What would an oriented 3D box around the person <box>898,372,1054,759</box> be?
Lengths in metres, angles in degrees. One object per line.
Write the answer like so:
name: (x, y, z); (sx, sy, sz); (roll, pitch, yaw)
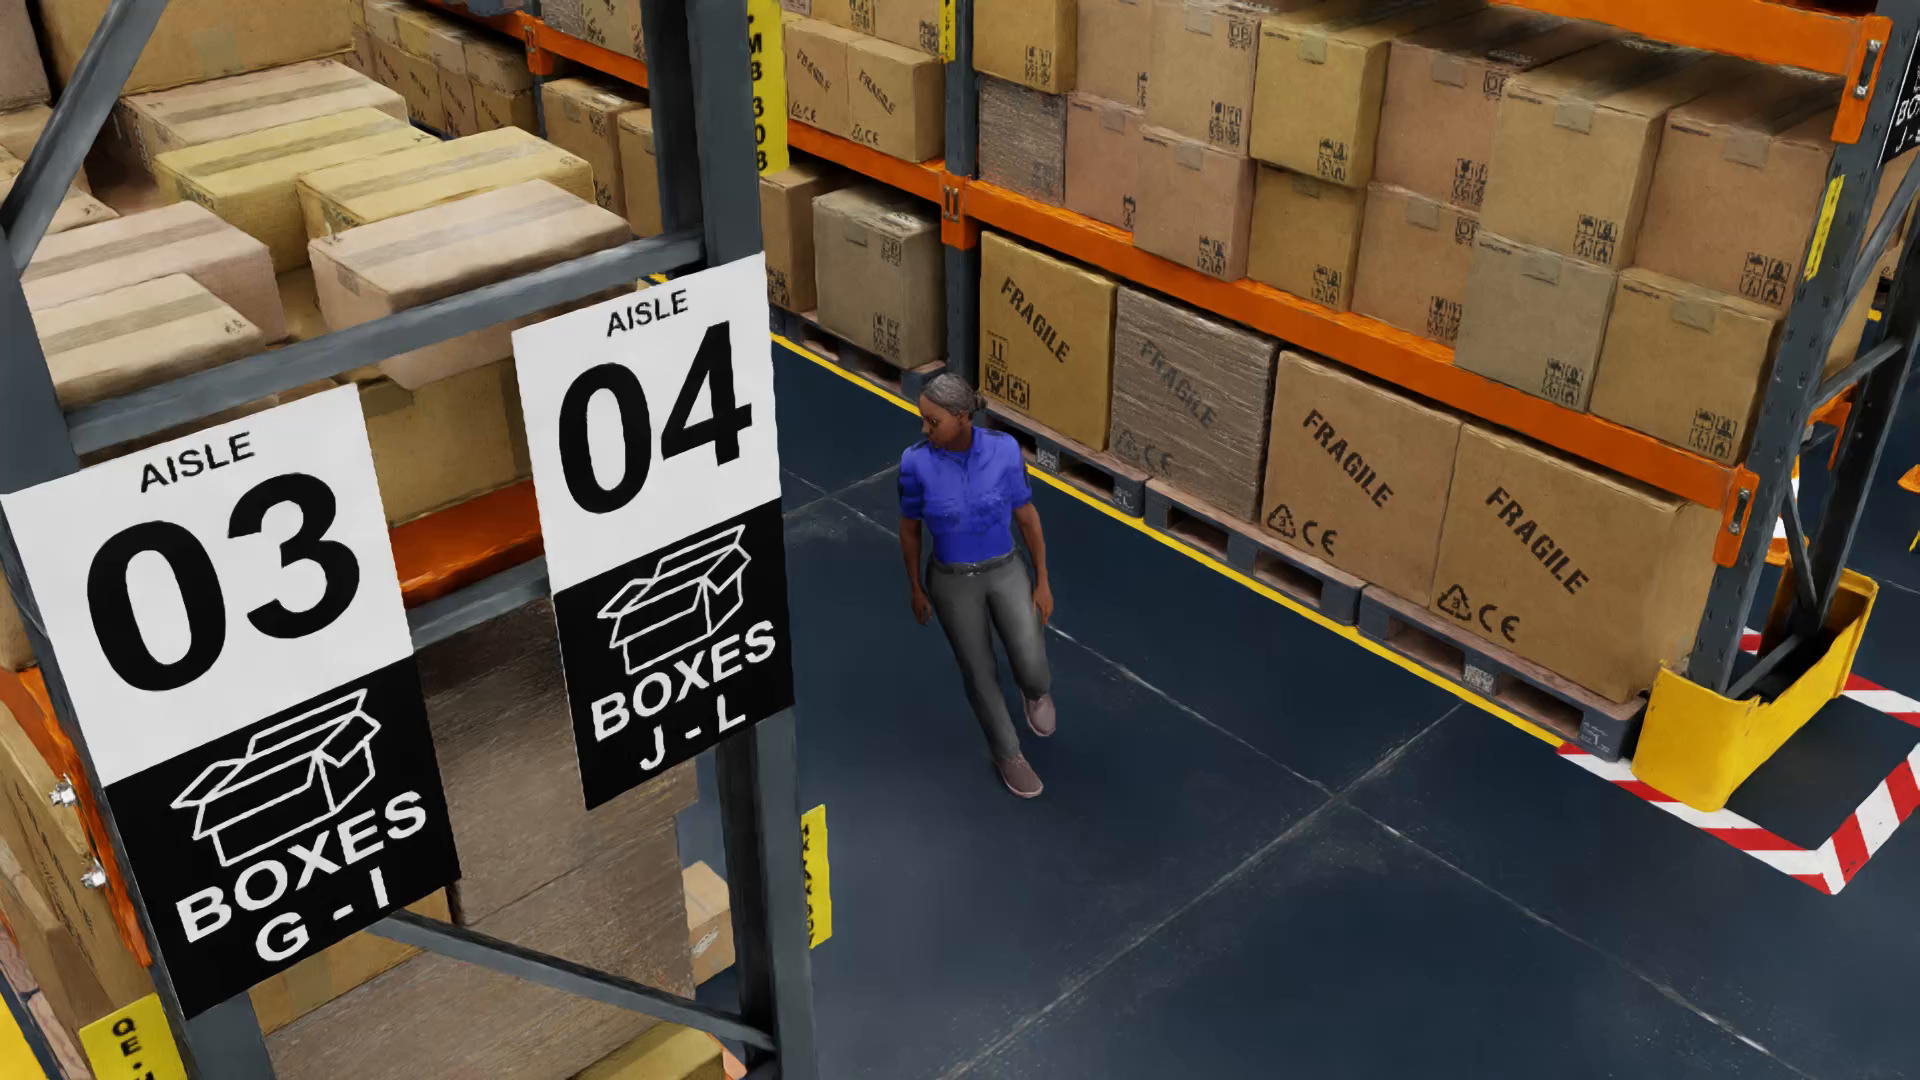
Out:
person: (0.078, 0.153, 5.851); (0.555, 1.580, 0.432); (-5, 32, -8)
